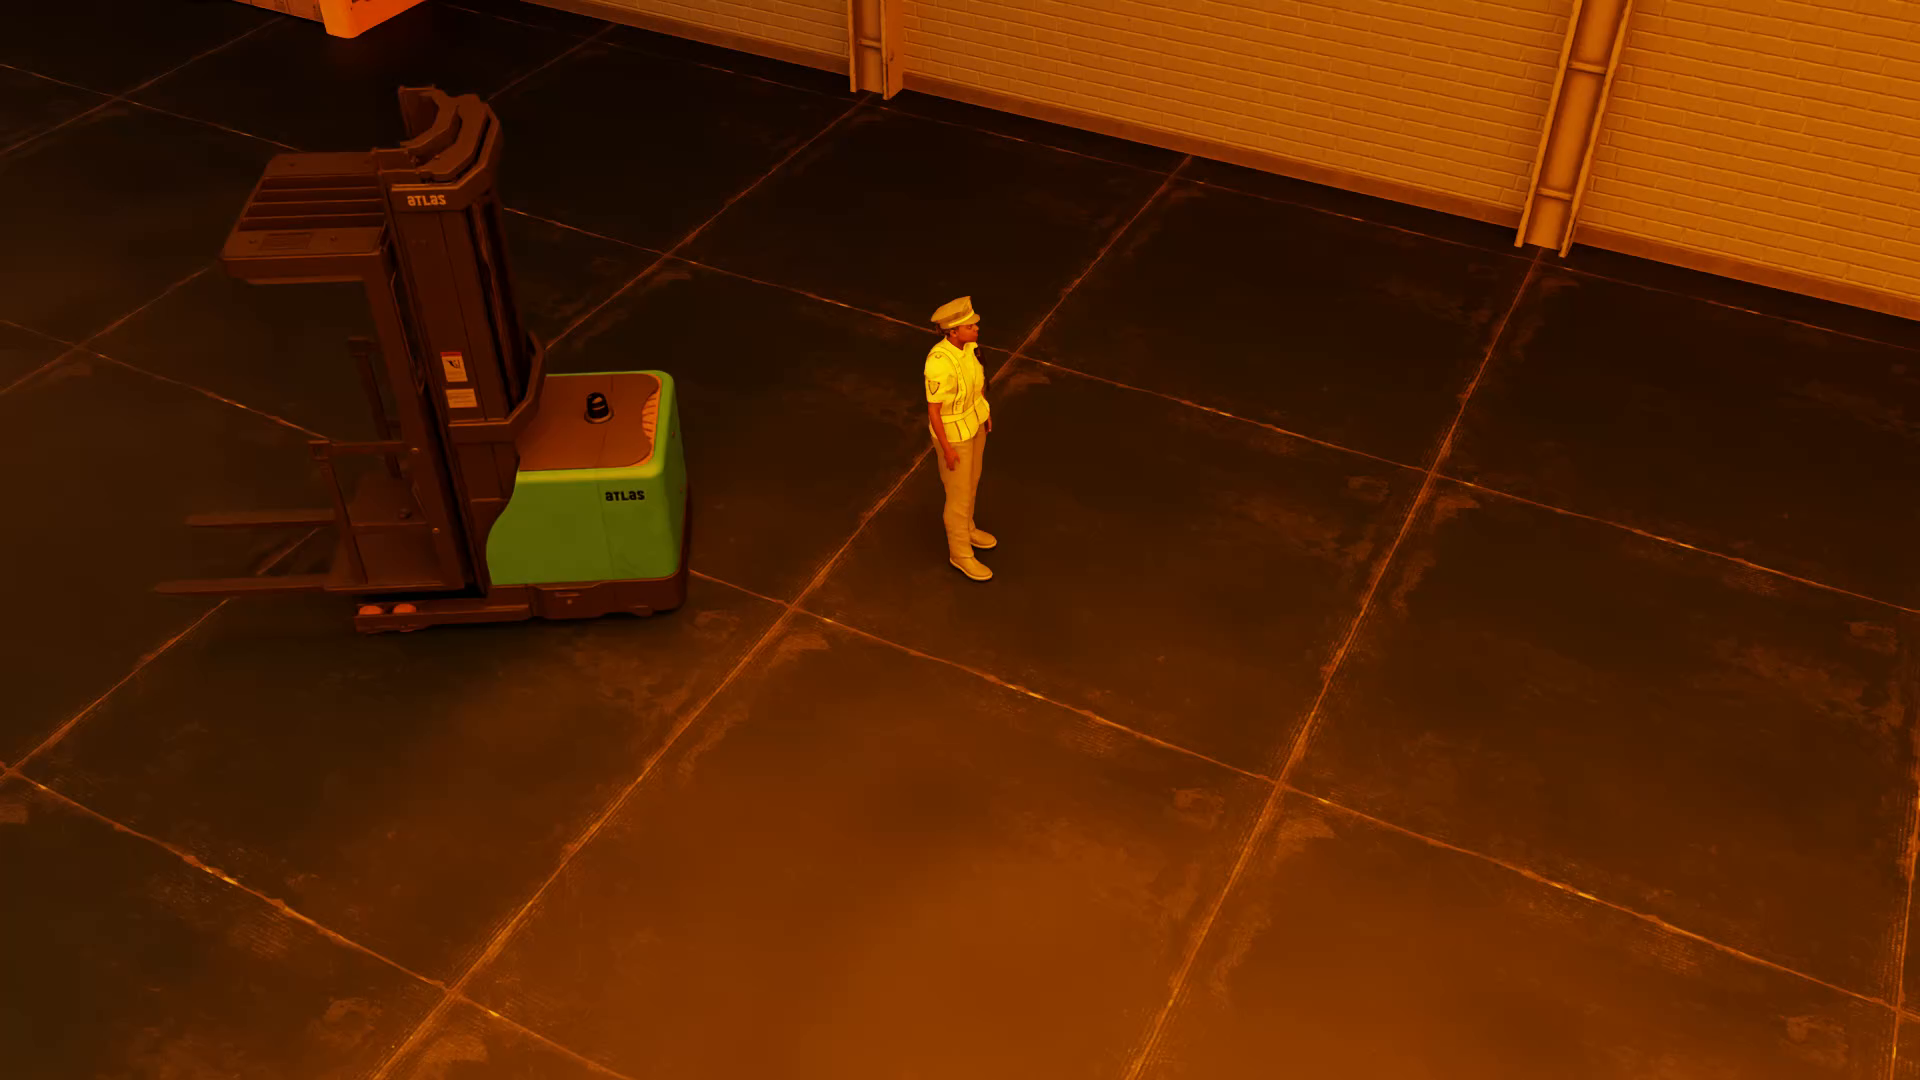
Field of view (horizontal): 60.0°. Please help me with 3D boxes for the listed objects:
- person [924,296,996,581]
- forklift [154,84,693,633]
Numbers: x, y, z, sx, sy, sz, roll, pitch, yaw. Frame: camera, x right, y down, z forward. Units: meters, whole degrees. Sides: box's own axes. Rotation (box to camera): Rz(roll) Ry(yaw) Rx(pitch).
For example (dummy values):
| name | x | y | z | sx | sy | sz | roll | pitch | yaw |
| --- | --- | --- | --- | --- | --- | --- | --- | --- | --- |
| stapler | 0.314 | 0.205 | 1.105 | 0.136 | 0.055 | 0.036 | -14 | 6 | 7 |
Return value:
| name | x | y | z | sx | sy | sz | roll | pitch | yaw |
| --- | --- | --- | --- | --- | --- | --- | --- | --- | --- |
| person | 0.058 | -0.620 | 9.671 | 0.528 | 1.697 | 0.570 | 18 | 43 | 21 |
| forklift | -3.153 | -0.934 | 9.096 | 3.031 | 2.935 | 1.130 | -2 | 40 | -3 |
